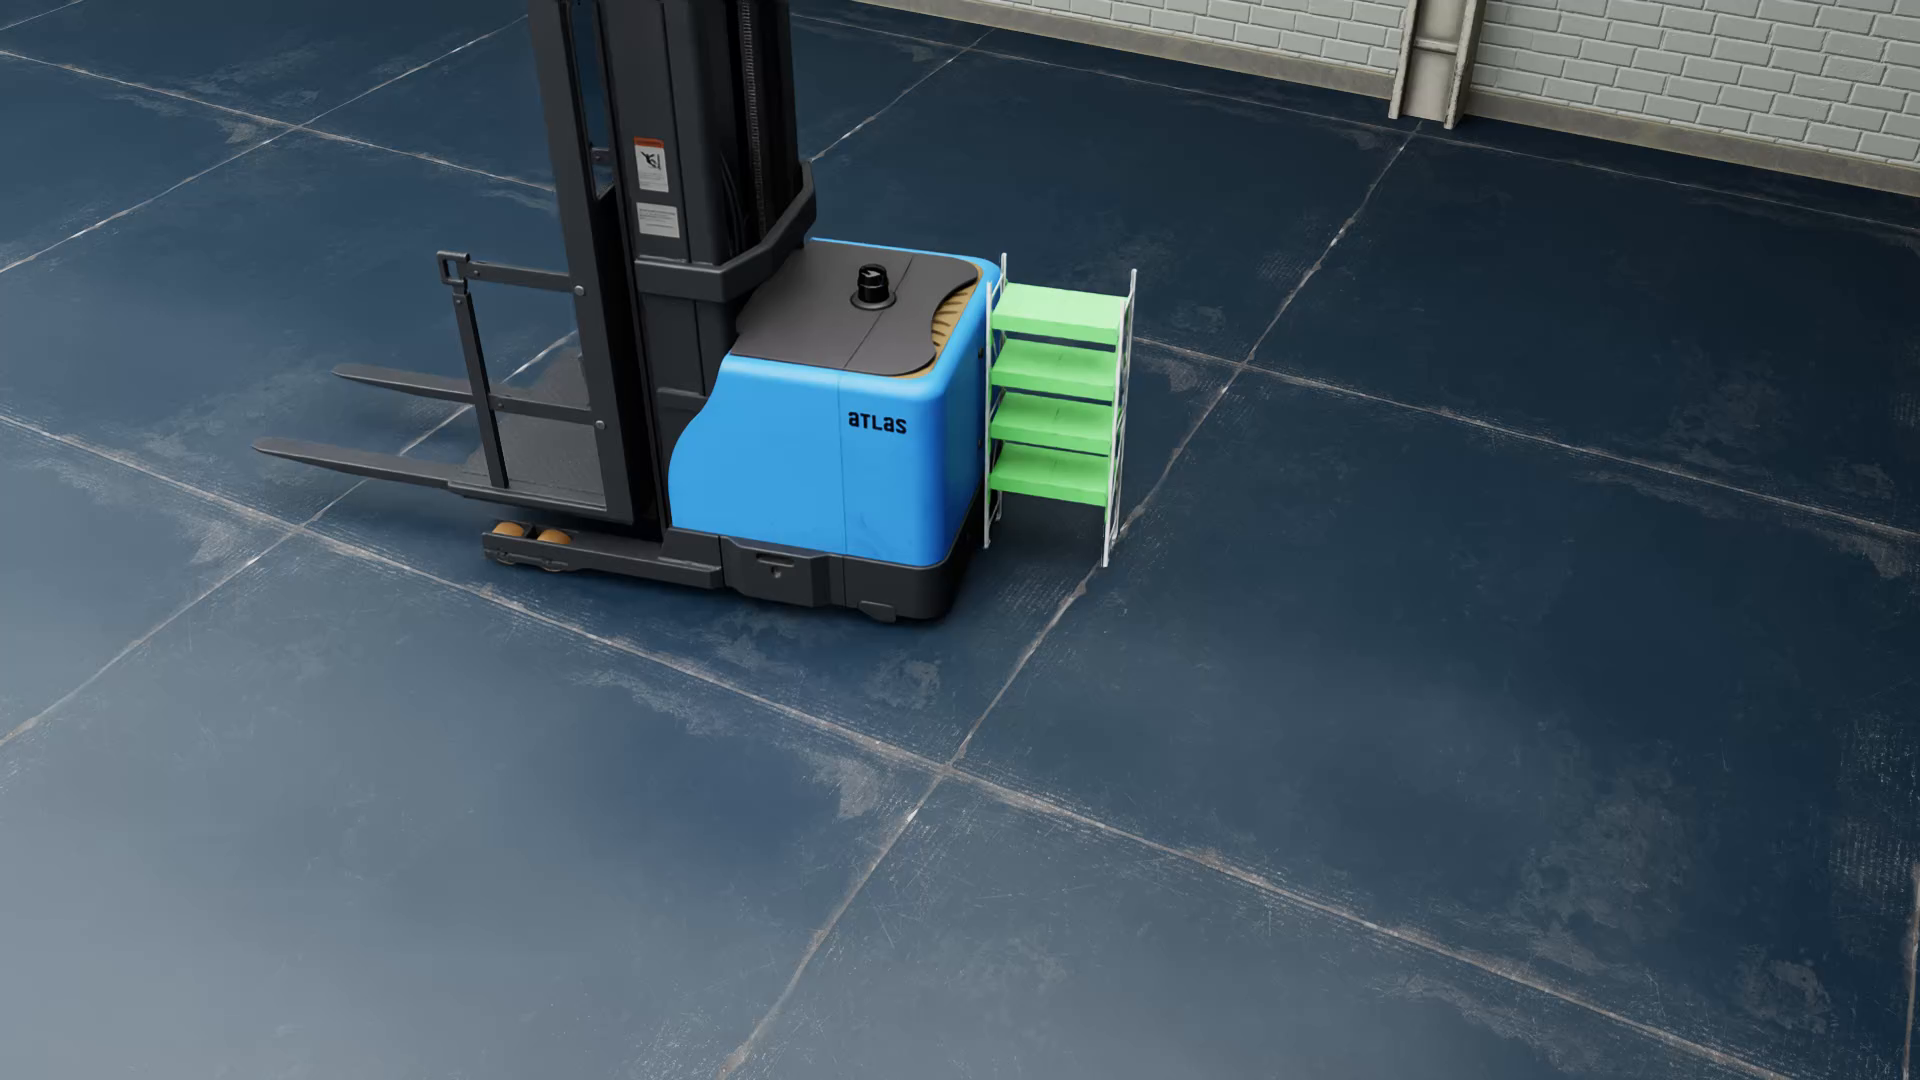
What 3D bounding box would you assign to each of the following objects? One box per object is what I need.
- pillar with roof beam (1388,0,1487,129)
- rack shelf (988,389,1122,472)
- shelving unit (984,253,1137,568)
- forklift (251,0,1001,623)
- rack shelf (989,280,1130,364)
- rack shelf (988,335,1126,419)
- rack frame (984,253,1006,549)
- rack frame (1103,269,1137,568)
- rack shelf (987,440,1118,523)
[{"bbox_3d":[0.879,-3.880,4.418,0.400,9.000,9.100,17,41,21],"label":"pillar with roof beam"},{"bbox_3d":[0.371,-0.426,6.424,0.480,0.148,0.258,9,38,12],"label":"rack shelf"},{"bbox_3d":[0.371,-0.477,6.386,0.503,1.200,0.258,9,38,12],"label":"shelving unit"},{"bbox_3d":[-1.395,-1.339,6.090,3.031,2.935,1.130,9,38,12],"label":"forklift"},{"bbox_3d":[0.371,-0.808,6.134,0.480,0.148,0.258,9,38,12],"label":"rack shelf"},{"bbox_3d":[0.371,-0.617,6.279,0.480,0.148,0.258,9,38,12],"label":"rack shelf"},{"bbox_3d":[0.135,-0.514,6.435,0.015,1.200,0.240,9,38,12],"label":"rack frame"},{"bbox_3d":[0.607,-0.439,6.336,0.015,1.200,0.240,9,38,12],"label":"rack frame"},{"bbox_3d":[0.371,-0.235,6.569,0.480,0.148,0.258,9,38,12],"label":"rack shelf"}]
